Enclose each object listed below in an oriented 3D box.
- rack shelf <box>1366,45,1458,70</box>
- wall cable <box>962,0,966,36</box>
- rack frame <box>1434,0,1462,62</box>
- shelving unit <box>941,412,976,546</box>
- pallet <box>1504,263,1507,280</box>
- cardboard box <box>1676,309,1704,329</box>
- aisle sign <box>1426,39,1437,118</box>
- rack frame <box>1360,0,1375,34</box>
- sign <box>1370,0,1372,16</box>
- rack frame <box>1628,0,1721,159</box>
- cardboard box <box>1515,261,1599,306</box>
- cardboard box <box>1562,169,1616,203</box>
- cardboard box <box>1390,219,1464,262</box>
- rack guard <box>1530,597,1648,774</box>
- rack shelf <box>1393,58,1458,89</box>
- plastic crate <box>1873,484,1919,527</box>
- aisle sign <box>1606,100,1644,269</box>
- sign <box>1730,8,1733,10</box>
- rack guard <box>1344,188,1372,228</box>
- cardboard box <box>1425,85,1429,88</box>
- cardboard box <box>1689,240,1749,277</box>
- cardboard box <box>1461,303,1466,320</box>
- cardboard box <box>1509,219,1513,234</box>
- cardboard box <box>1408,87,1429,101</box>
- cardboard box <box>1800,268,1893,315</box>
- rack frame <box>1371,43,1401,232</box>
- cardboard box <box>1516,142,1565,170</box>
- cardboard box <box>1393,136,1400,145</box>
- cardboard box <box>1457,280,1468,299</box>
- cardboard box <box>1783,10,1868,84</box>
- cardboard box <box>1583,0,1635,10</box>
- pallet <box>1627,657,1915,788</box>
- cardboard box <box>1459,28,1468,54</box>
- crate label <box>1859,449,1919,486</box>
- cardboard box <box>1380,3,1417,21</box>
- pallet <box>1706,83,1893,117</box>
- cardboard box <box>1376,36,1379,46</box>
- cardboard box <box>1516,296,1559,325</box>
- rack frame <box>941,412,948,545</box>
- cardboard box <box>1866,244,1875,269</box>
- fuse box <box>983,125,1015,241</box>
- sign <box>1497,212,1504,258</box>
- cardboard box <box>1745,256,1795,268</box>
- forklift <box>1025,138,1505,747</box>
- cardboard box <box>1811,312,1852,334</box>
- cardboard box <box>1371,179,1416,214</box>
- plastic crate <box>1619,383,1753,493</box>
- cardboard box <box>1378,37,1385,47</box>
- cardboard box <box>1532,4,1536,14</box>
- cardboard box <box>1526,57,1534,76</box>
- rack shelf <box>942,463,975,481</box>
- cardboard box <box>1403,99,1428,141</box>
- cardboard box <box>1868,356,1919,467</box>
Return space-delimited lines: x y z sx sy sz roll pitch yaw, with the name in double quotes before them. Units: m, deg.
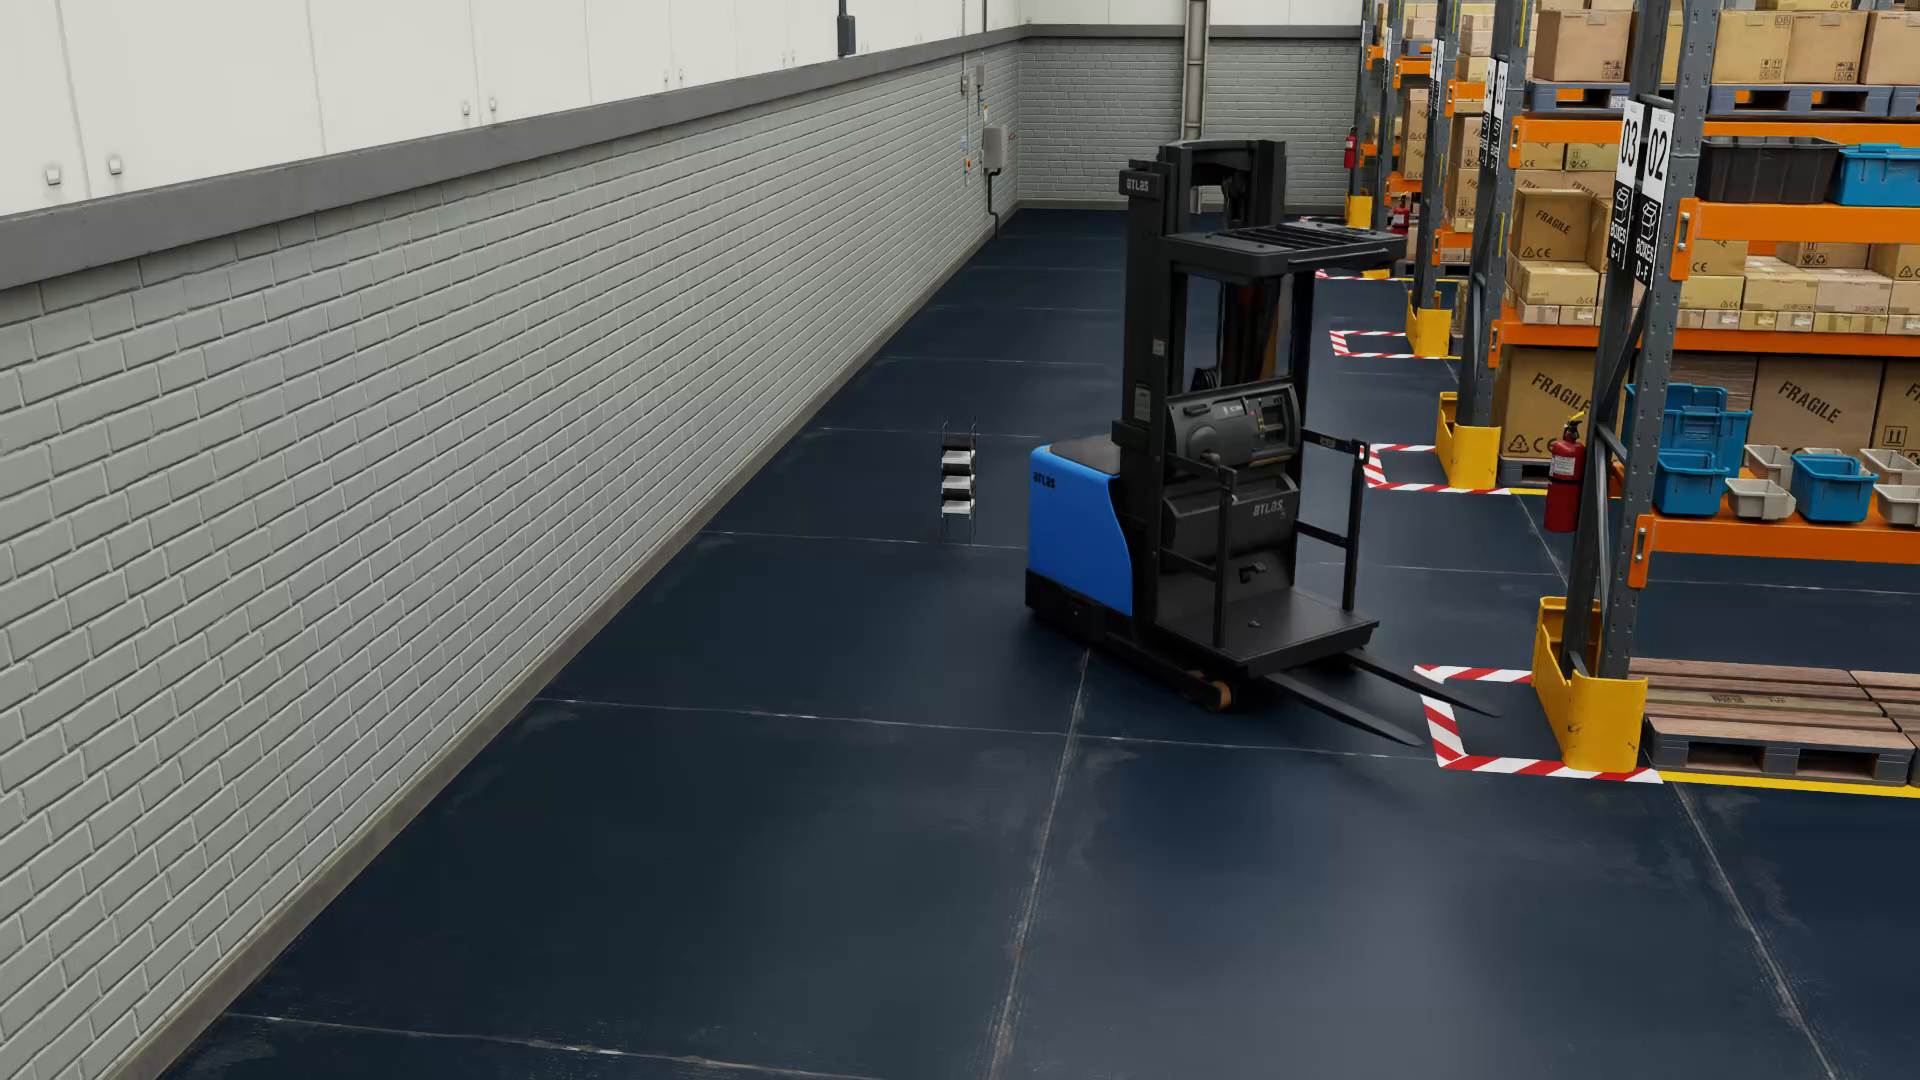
"rack shelf" 8.450 -7.638 26.310 4.000 0.370 1.077 3 19 9
"wall cable" 0.031 -8.145 21.964 0.029 3.000 0.463 3 19 9
"rack frame" 5.006 -6.391 16.723 0.127 3.000 1.000 3 19 9
"shelving unit" -0.008 -0.427 11.662 0.210 0.900 0.258 3 19 9
"pallet" 7.695 -3.702 22.534 1.213 0.211 1.003 3 19 9
"cardboard box" 5.433 -1.706 12.570 0.250 0.149 0.380 3 19 8
"aisle sign" 4.982 -4.877 17.554 0.004 0.787 0.394 3 19 9
"rack frame" 6.475 -9.502 26.021 0.127 3.000 1.000 3 19 9
"sign" 6.389 -8.324 25.850 0.005 0.325 0.100 3 19 9
"rack frame" 3.334 -3.291 7.456 0.127 3.000 1.000 3 19 9
"cardboard box" 4.551 -1.959 12.697 0.500 0.250 0.500 2 19 7
"cardboard box" 6.420 -3.578 17.143 0.500 0.500 0.500 3 19 9
"cardboard box" 6.359 -4.084 22.659 0.875 0.438 0.875 2 19 7
"rack guard" 3.308 0.742 8.796 0.348 0.500 1.175 3 19 9
"rack shelf" 7.666 -6.083 21.662 4.000 0.370 1.077 3 19 9
"plastic crate" 4.499 -0.157 7.867 0.298 0.136 0.250 3 19 9
"aisle sign" 3.310 -1.774 8.281 0.004 0.787 0.394 3 19 9
"sign" 9.555 -6.432 20.632 0.005 0.325 0.100 3 19 9
"rack guard" 6.550 -5.468 27.358 0.348 0.500 1.175 3 19 9
"cardboard box" 6.332 -5.971 22.165 0.250 0.149 0.380 3 19 10
"cardboard box" 5.557 -2.265 12.431 0.500 0.500 0.500 2 19 7
"cardboard box" 5.483 -2.428 17.694 0.250 0.149 0.380 4 19 11
"cardboard box" 5.789 -3.278 17.269 0.250 0.149 0.380 2 19 7
"cardboard box" 5.998 -5.827 21.734 0.250 0.149 0.380 3 19 10
"cardboard box" 6.576 -1.857 12.393 0.500 0.250 0.500 3 19 10
"rack frame" 5.692 -5.102 22.325 0.127 3.000 1.000 3 19 9
"cardboard box" 5.907 -4.080 17.067 0.500 0.500 0.500 3 19 10
"cardboard box" 7.015 -6.437 26.711 0.250 0.149 0.380 3 19 10
"cardboard box" 5.569 -2.728 18.123 0.250 0.149 0.380 3 19 9
"cardboard box" 6.263 -3.632 12.228 0.500 0.500 0.700 4 19 11
"cardboard box" 8.304 -6.677 21.321 0.637 0.503 0.797 4 19 13
"pallet" 4.142 0.930 8.690 1.213 0.211 1.003 3 19 9
"cardboard box" 5.502 -5.191 17.312 0.500 0.250 0.500 2 19 7
"crate label" 4.731 -0.339 8.411 0.243 0.136 0.396 3 19 9
"cardboard box" 6.874 -8.286 26.092 0.500 0.250 0.500 3 19 8
"pallet" 6.062 -3.283 12.301 1.213 0.211 1.003 3 19 9
"cardboard box" 6.828 -8.017 26.705 0.250 0.149 0.380 3 19 10
"cardboard box" 4.418 -1.757 12.723 0.250 0.149 0.380 3 19 9
"rack frame" -0.108 -0.432 11.677 0.006 0.900 0.240 3 19 9
"cardboard box" 7.152 -2.353 12.694 0.500 0.500 0.500 3 19 9
"fuse box" 0.598 -5.418 25.300 0.414 1.711 0.539 3 19 9
"sign" 4.026 -2.272 12.377 0.005 0.325 0.100 3 19 9
"cardboard box" 6.159 -2.050 12.970 0.500 0.250 0.500 3 19 9
"forklift" 1.649 -0.631 9.070 1.130 2.935 3.031 -12 22 -32
"cardboard box" 6.447 -1.654 12.416 0.250 0.149 0.380 3 19 8
"cardboard box" 7.064 -5.612 27.121 0.637 0.503 0.797 2 19 6
"plastic crate" 3.694 -0.533 8.517 0.499 0.435 0.616 3 19 9
"cardboard box" 6.753 -7.872 26.271 0.250 0.149 0.380 3 19 10
"cardboard box" 8.887 -8.187 25.795 0.500 0.250 0.500 3 19 10
"cardboard box" 5.928 -4.767 16.832 0.500 0.250 0.500 4 19 10
"rack shelf" -0.008 -0.481 11.644 0.200 0.077 0.258 3 19 9
"cardboard box" 6.120 -5.510 21.811 0.500 0.500 0.500 3 19 7
"cardboard box" 7.430 -1.046 12.889 0.875 0.875 0.875 3 19 9
